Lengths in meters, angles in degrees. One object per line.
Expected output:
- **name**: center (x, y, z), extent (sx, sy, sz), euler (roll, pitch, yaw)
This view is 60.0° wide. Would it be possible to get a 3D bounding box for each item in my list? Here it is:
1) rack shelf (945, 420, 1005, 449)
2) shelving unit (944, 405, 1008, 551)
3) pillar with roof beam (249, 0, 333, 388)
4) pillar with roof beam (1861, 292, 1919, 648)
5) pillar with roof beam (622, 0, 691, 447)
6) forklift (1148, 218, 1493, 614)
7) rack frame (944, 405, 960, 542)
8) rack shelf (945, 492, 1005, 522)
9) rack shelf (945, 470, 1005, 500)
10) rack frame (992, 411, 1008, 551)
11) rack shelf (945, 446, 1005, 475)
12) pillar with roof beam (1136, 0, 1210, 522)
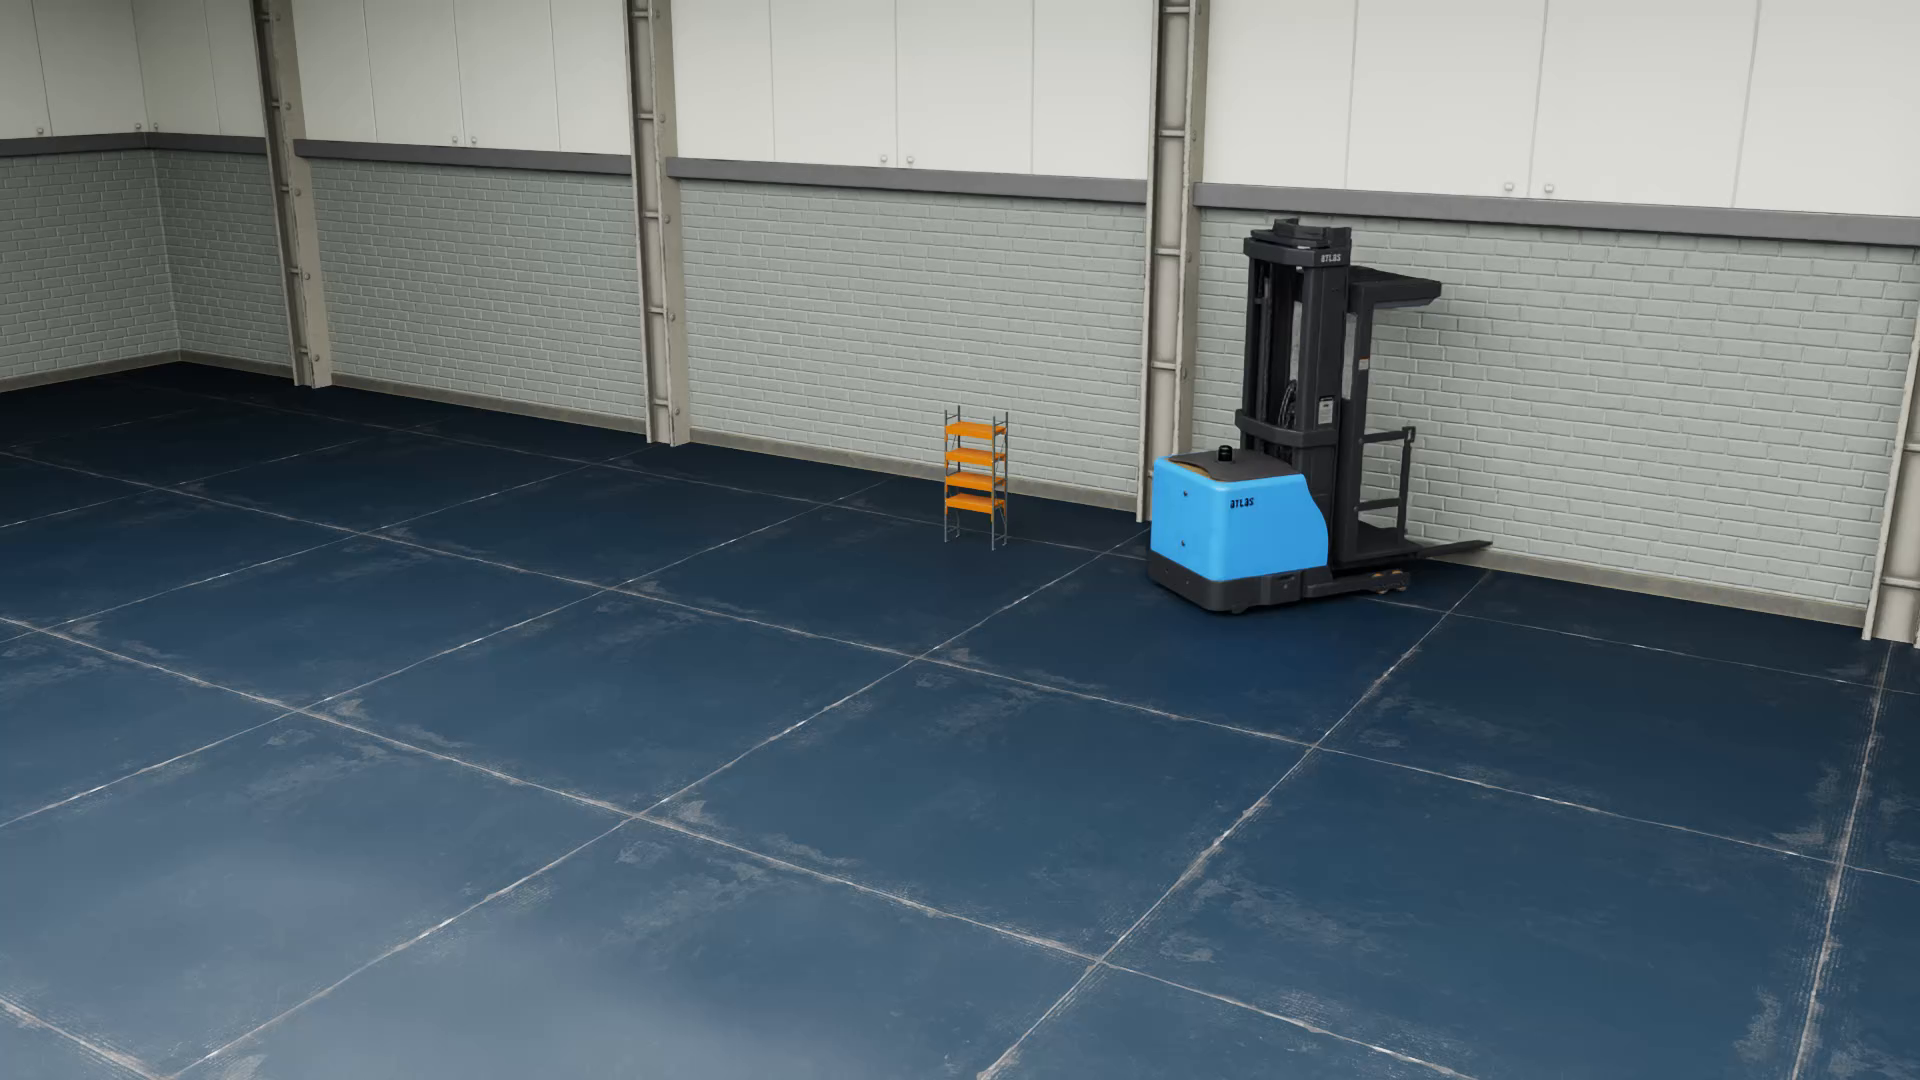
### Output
- **rack shelf**: center (0.141, -0.925, 14.510), extent (0.480, 0.148, 0.258), euler (10, 20, 30)
- **shelving unit**: center (0.141, -0.549, 14.624), extent (0.503, 1.200, 0.258), euler (10, 20, 30)
- **pillar with roof beam**: center (-10.595, -5.245, 16.666), extent (0.400, 9.000, 9.100), euler (10, 20, 30)
- **pillar with roof beam**: center (4.744, -2.507, 7.652), extent (0.400, 9.000, 9.100), euler (10, 20, 30)
- **pillar with roof beam**: center (-5.482, -4.332, 13.661), extent (0.400, 9.000, 9.100), euler (10, 20, 30)
- **forklift**: center (3.104, -1.095, 13.442), extent (3.031, 2.935, 1.130), euler (-8, 18, -23)
- **rack frame**: center (-0.067, -0.586, 14.746), extent (0.015, 1.200, 0.240), euler (10, 20, 30)
- **rack shelf**: center (0.141, -0.295, 14.701), extent (0.480, 0.148, 0.258), euler (10, 20, 30)
- **rack shelf**: center (0.141, -0.485, 14.643), extent (0.480, 0.148, 0.258), euler (10, 20, 30)
- **rack frame**: center (0.349, -0.512, 14.502), extent (0.015, 1.200, 0.240), euler (10, 20, 30)
- **rack shelf**: center (0.141, -0.699, 14.578), extent (0.480, 0.148, 0.258), euler (10, 20, 30)
- **pillar with roof beam**: center (-0.369, -3.420, 10.657), extent (0.400, 9.000, 9.100), euler (10, 20, 30)
